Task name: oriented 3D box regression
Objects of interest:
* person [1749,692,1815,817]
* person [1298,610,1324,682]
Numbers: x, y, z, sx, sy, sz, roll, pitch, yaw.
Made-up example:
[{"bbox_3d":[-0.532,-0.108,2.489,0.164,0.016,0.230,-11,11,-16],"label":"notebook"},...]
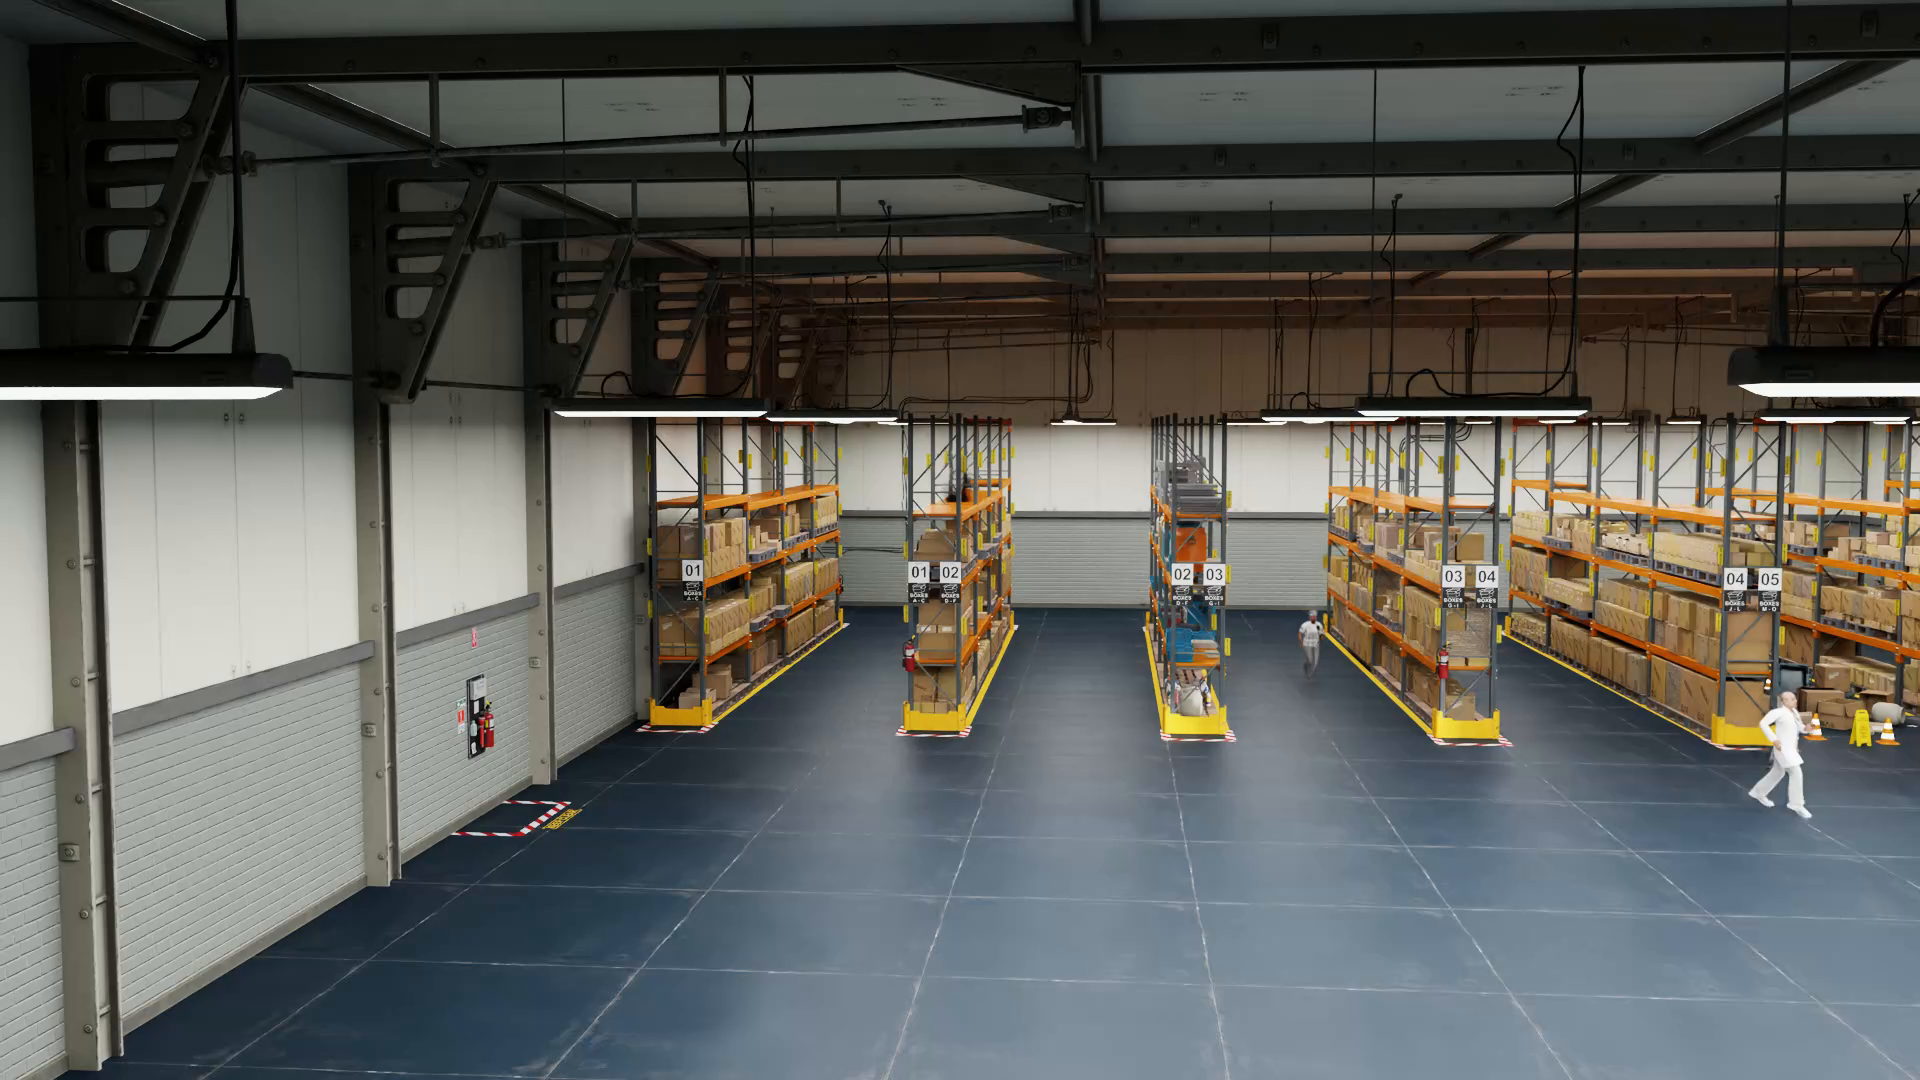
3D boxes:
[{"bbox_3d":[12.289,3.167,24.826,0.913,1.839,0.673,3,5,42],"label":"person"},{"bbox_3d":[7.910,2.389,37.356,0.559,1.644,0.586,0,4,-2],"label":"person"}]
